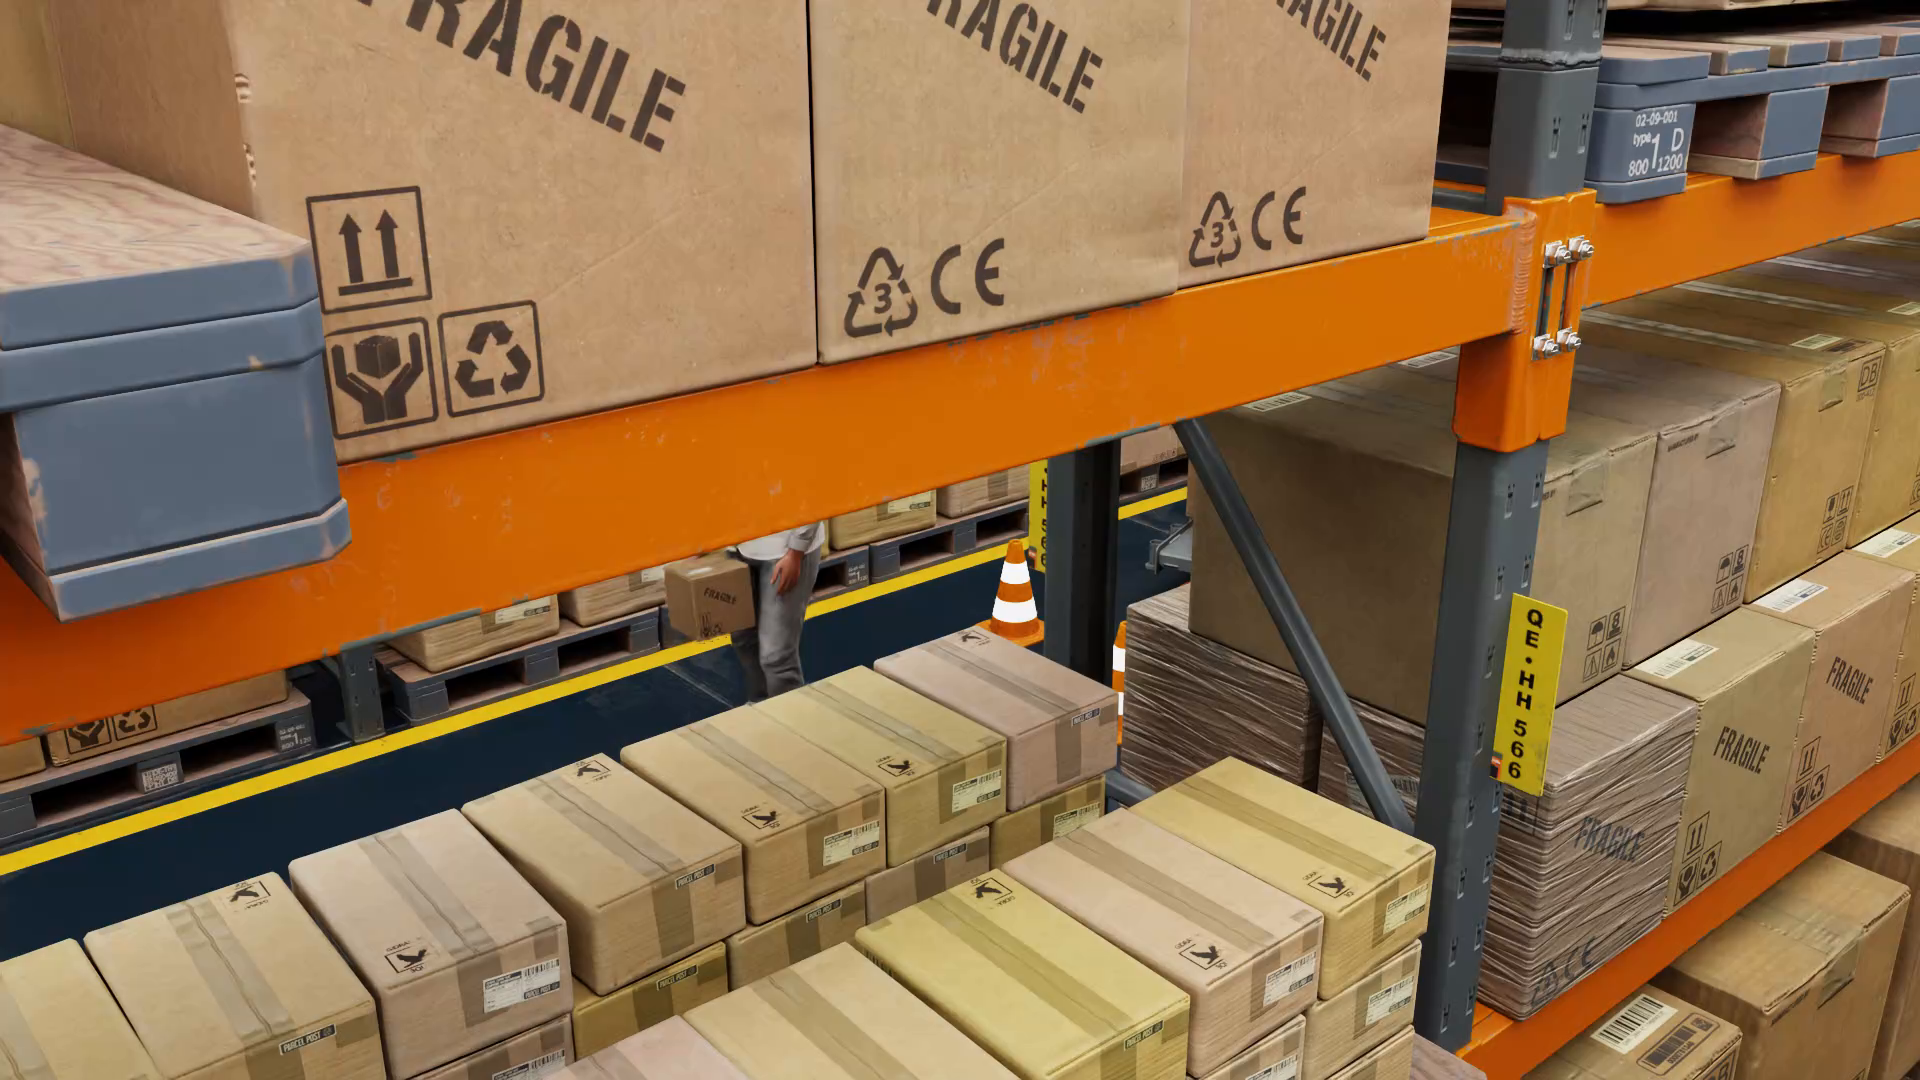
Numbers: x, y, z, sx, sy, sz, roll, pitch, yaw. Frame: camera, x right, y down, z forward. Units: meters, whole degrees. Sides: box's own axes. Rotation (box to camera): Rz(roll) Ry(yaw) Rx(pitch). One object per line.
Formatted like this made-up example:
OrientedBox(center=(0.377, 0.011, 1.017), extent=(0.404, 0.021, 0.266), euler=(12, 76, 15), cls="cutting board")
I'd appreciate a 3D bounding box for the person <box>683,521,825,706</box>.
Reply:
OrientedBox(center=(-0.785, 0.029, 6.469), extent=(0.593, 1.770, 0.482), euler=(17, 27, 38), cls="person")
